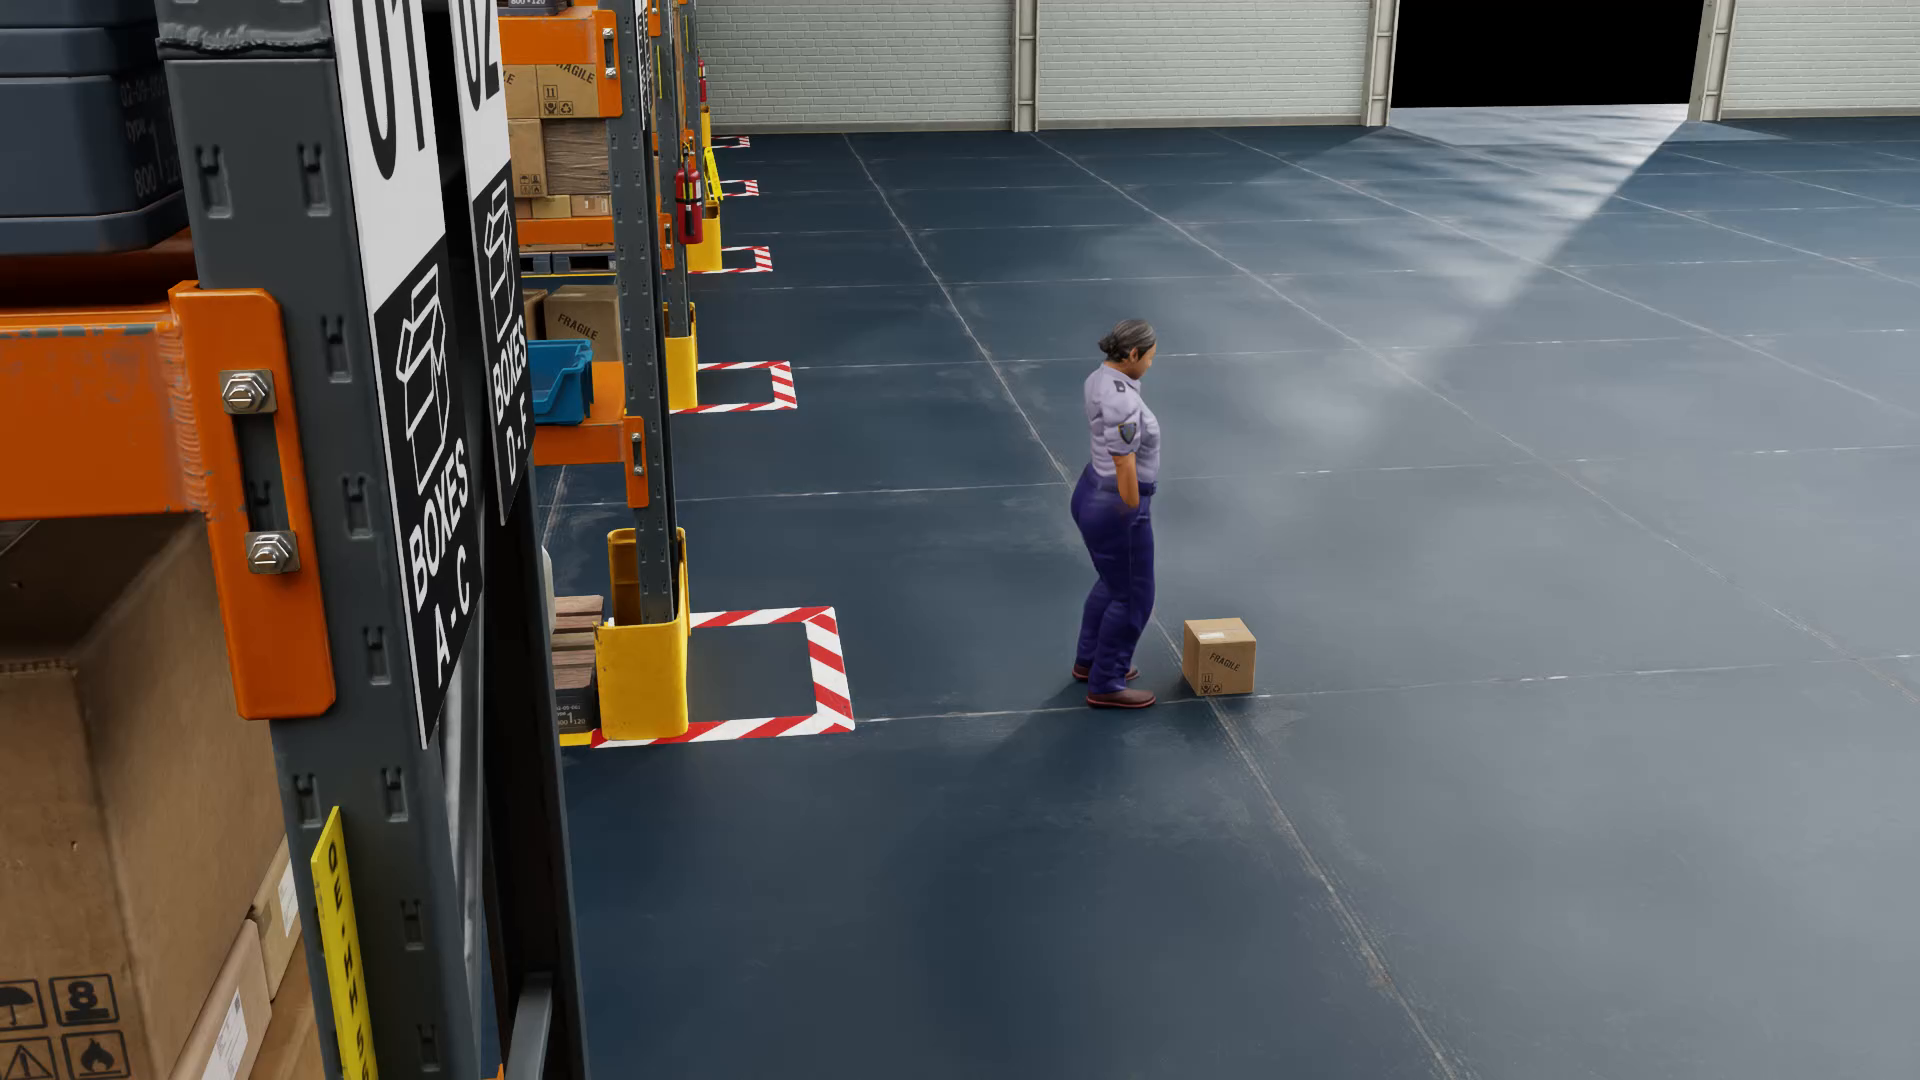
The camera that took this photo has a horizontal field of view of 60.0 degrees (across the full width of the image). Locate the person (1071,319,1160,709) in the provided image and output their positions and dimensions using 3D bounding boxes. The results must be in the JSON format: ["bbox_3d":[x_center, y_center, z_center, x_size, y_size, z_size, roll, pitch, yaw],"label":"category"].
[{"bbox_3d":[0.644,-0.119,6.954,0.343,1.635,0.480,-2,20,-7],"label":"person"}]
